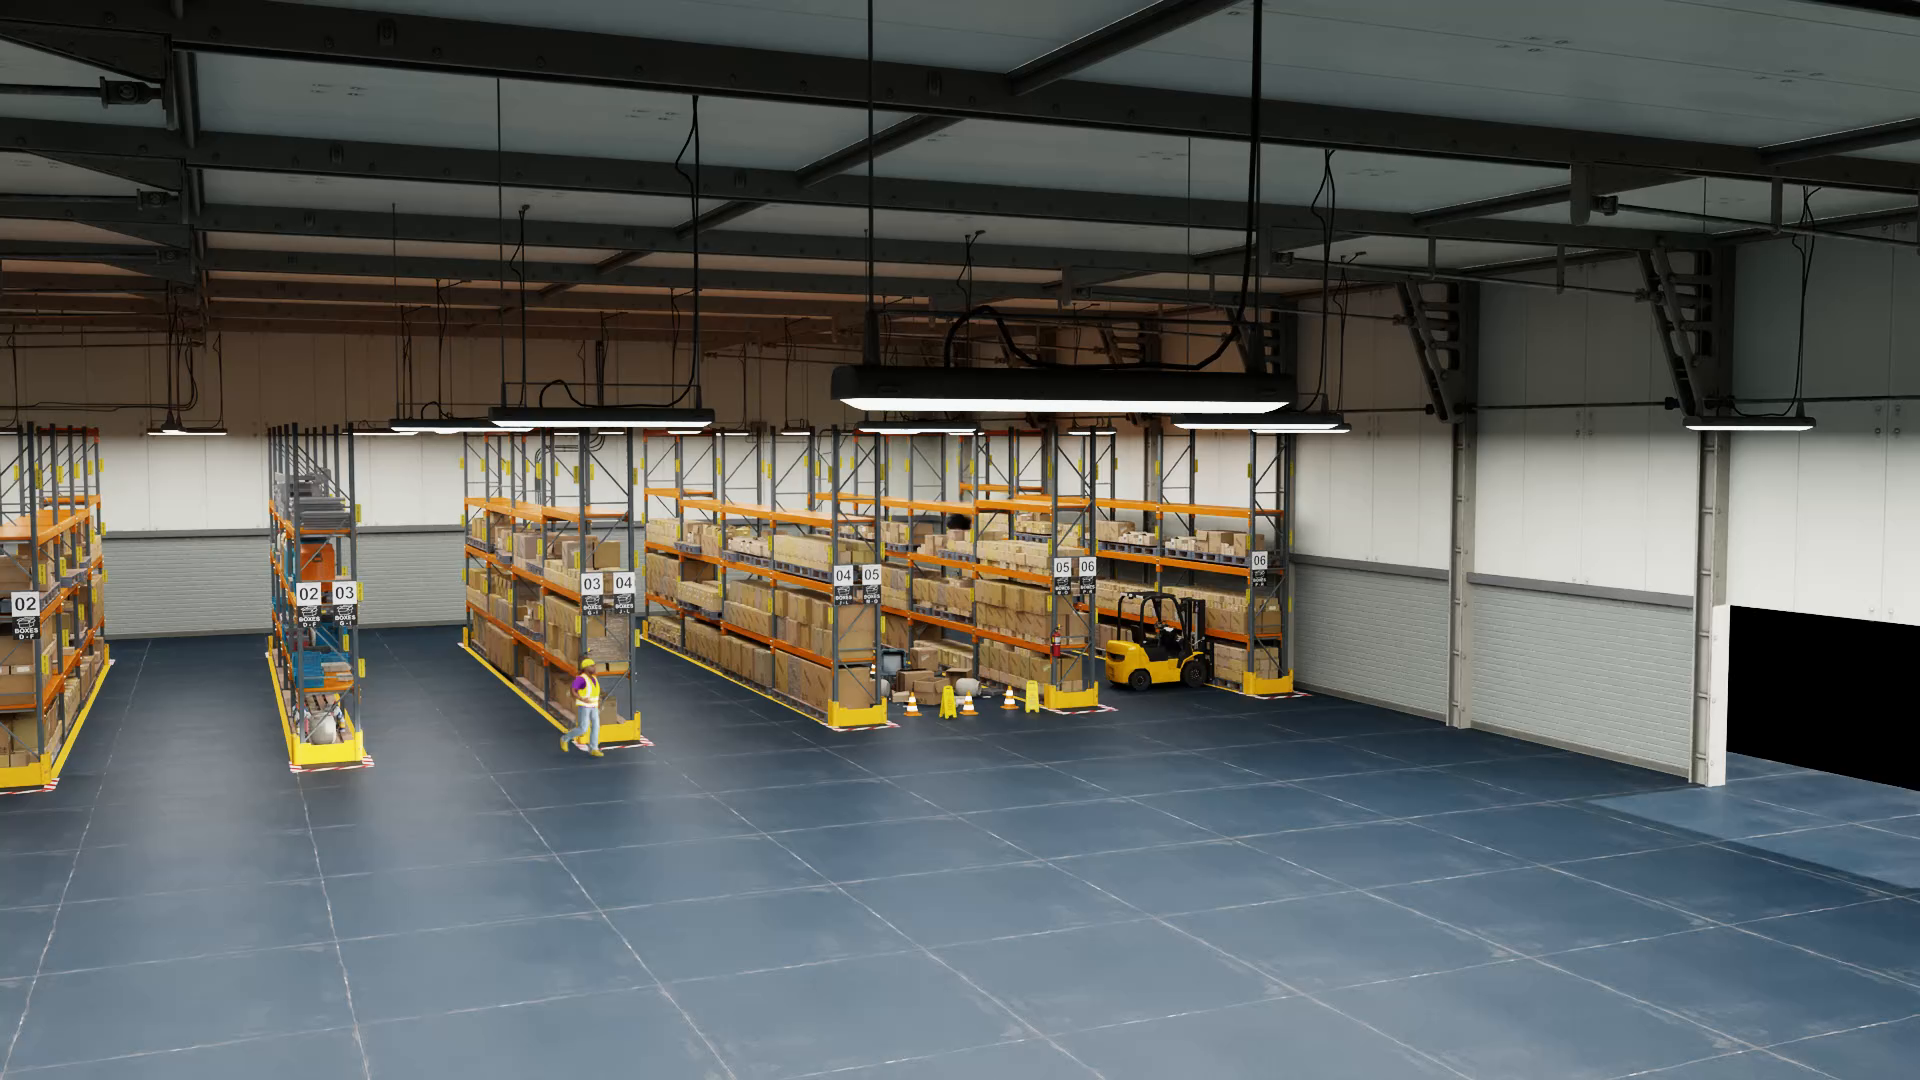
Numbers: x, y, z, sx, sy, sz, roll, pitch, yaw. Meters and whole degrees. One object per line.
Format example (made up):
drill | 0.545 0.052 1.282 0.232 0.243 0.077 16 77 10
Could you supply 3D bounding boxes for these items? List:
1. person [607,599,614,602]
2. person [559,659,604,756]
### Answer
person | -10.060 2.010 46.974 0.720 1.699 0.578 -1 4 -8
person | -6.725 3.016 30.076 0.918 1.724 0.765 2 4 24
